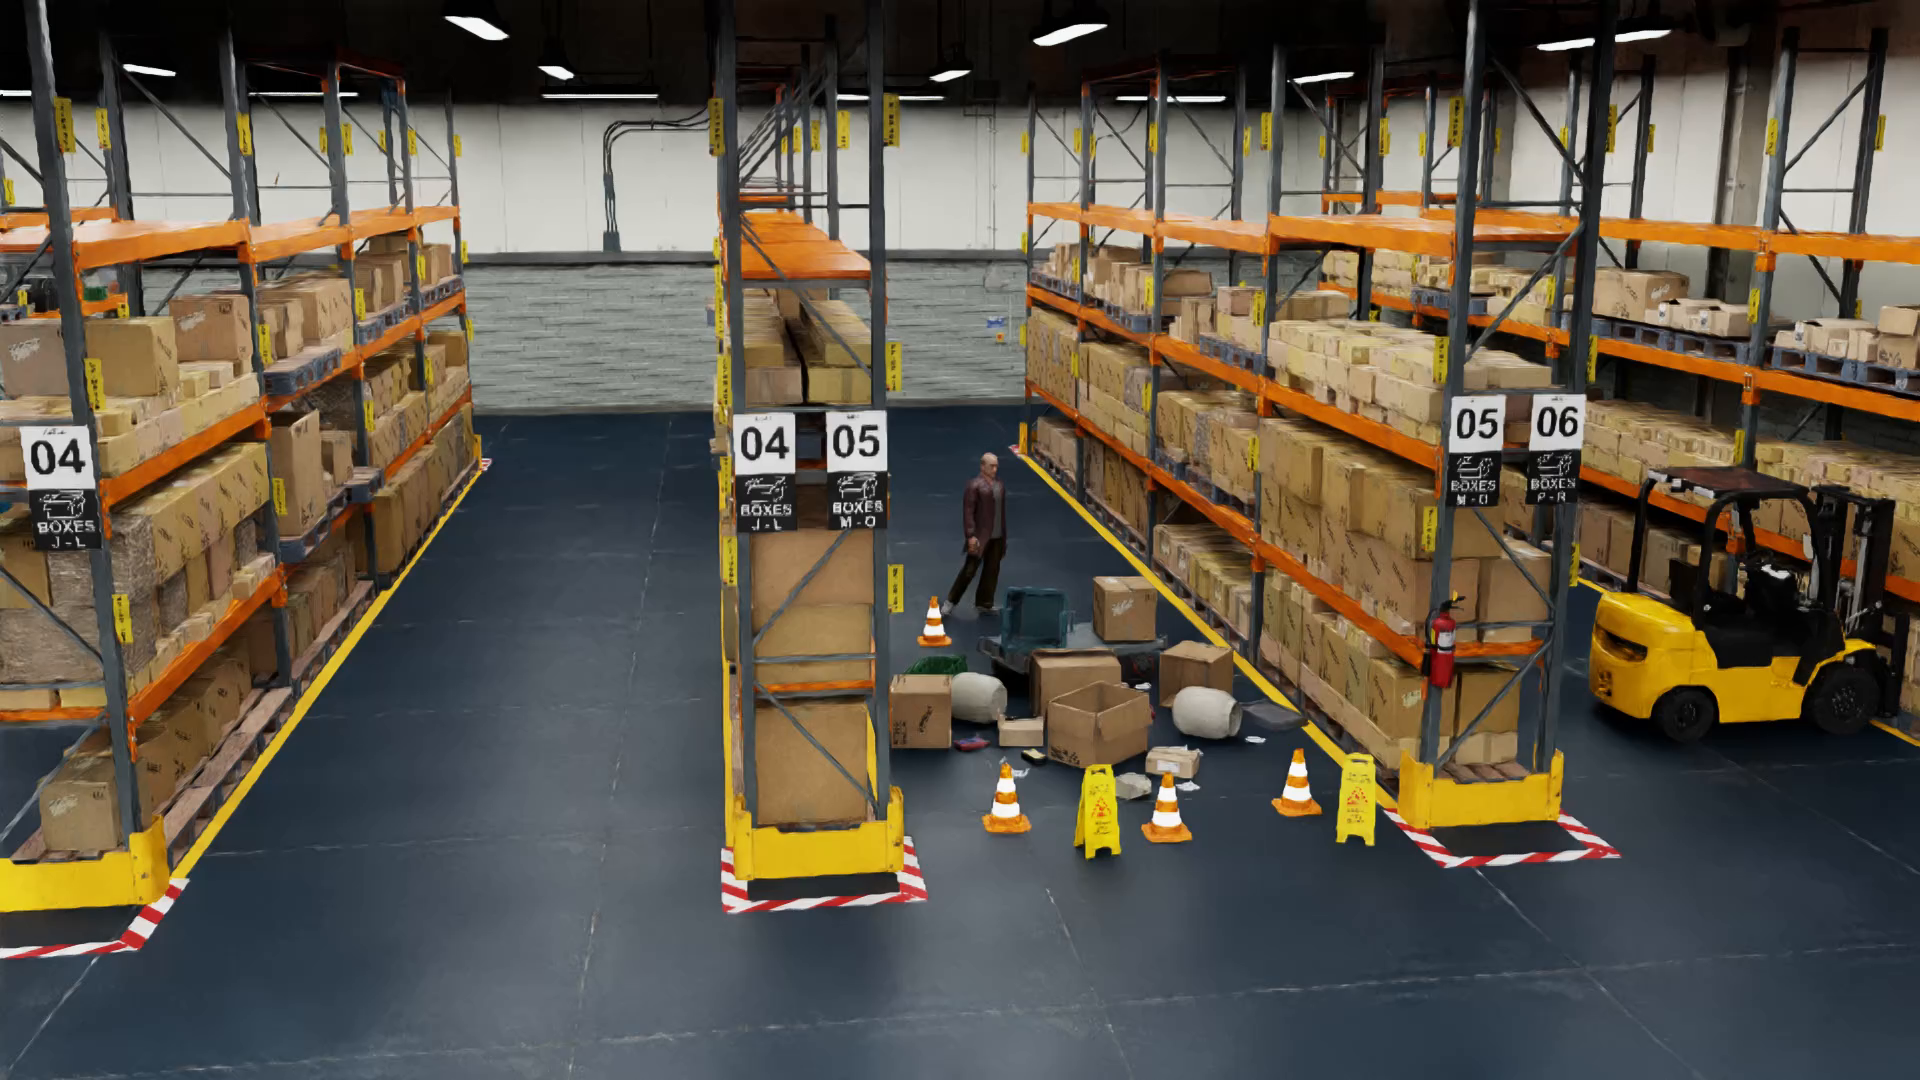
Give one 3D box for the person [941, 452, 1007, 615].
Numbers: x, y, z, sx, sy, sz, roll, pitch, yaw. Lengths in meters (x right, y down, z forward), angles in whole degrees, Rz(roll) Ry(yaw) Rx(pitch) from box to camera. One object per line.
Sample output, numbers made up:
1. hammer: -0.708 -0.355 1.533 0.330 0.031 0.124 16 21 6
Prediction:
1. person: 0.149 -0.055 17.734 0.793 1.770 0.517 -12 18 -42
